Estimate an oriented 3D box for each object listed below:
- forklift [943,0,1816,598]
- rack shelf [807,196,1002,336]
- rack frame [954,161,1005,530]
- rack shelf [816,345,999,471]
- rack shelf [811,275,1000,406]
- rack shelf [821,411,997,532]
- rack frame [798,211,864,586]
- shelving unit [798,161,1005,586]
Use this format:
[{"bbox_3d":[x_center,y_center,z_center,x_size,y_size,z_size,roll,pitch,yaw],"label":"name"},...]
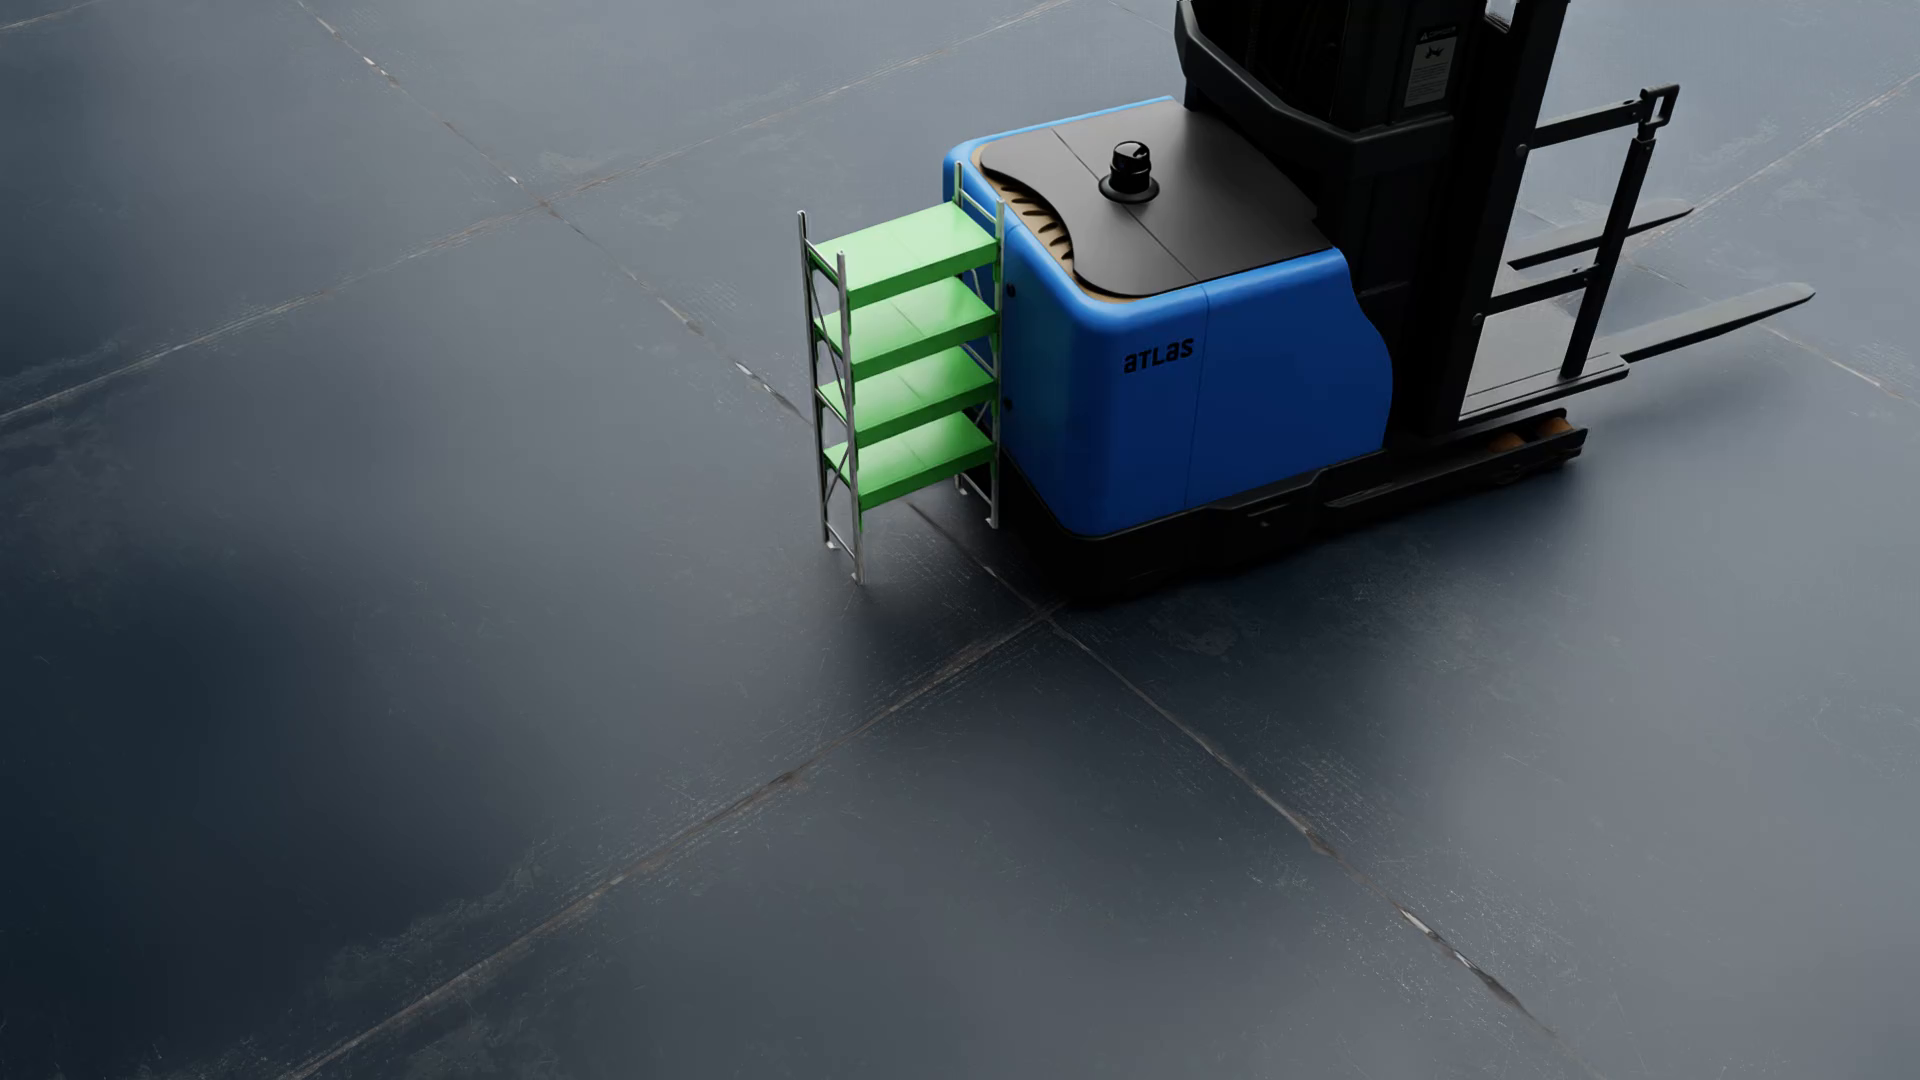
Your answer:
[{"bbox_3d":[1.497,-1.566,4.777,3.031,2.935,1.130,-17,46,-17],"label":"forklift"},{"bbox_3d":[-0.156,-0.759,4.574,0.480,0.148,0.258,-23,48,-22],"label":"rack shelf"},{"bbox_3d":[0.053,-0.542,4.951,0.015,1.200,0.240,-23,48,-22],"label":"rack frame"},{"bbox_3d":[-0.156,-0.409,4.902,0.480,0.148,0.258,-23,48,-22],"label":"rack shelf"},{"bbox_3d":[-0.156,-0.584,4.738,0.480,0.148,0.258,-23,48,-22],"label":"rack shelf"},{"bbox_3d":[-0.156,-0.234,5.066,0.480,0.148,0.258,-23,48,-22],"label":"rack shelf"},{"bbox_3d":[-0.365,-0.369,4.766,0.015,1.200,0.240,-23,48,-22],"label":"rack frame"},{"bbox_3d":[-0.156,-0.455,4.858,0.503,1.200,0.258,-23,48,-22],"label":"shelving unit"}]
